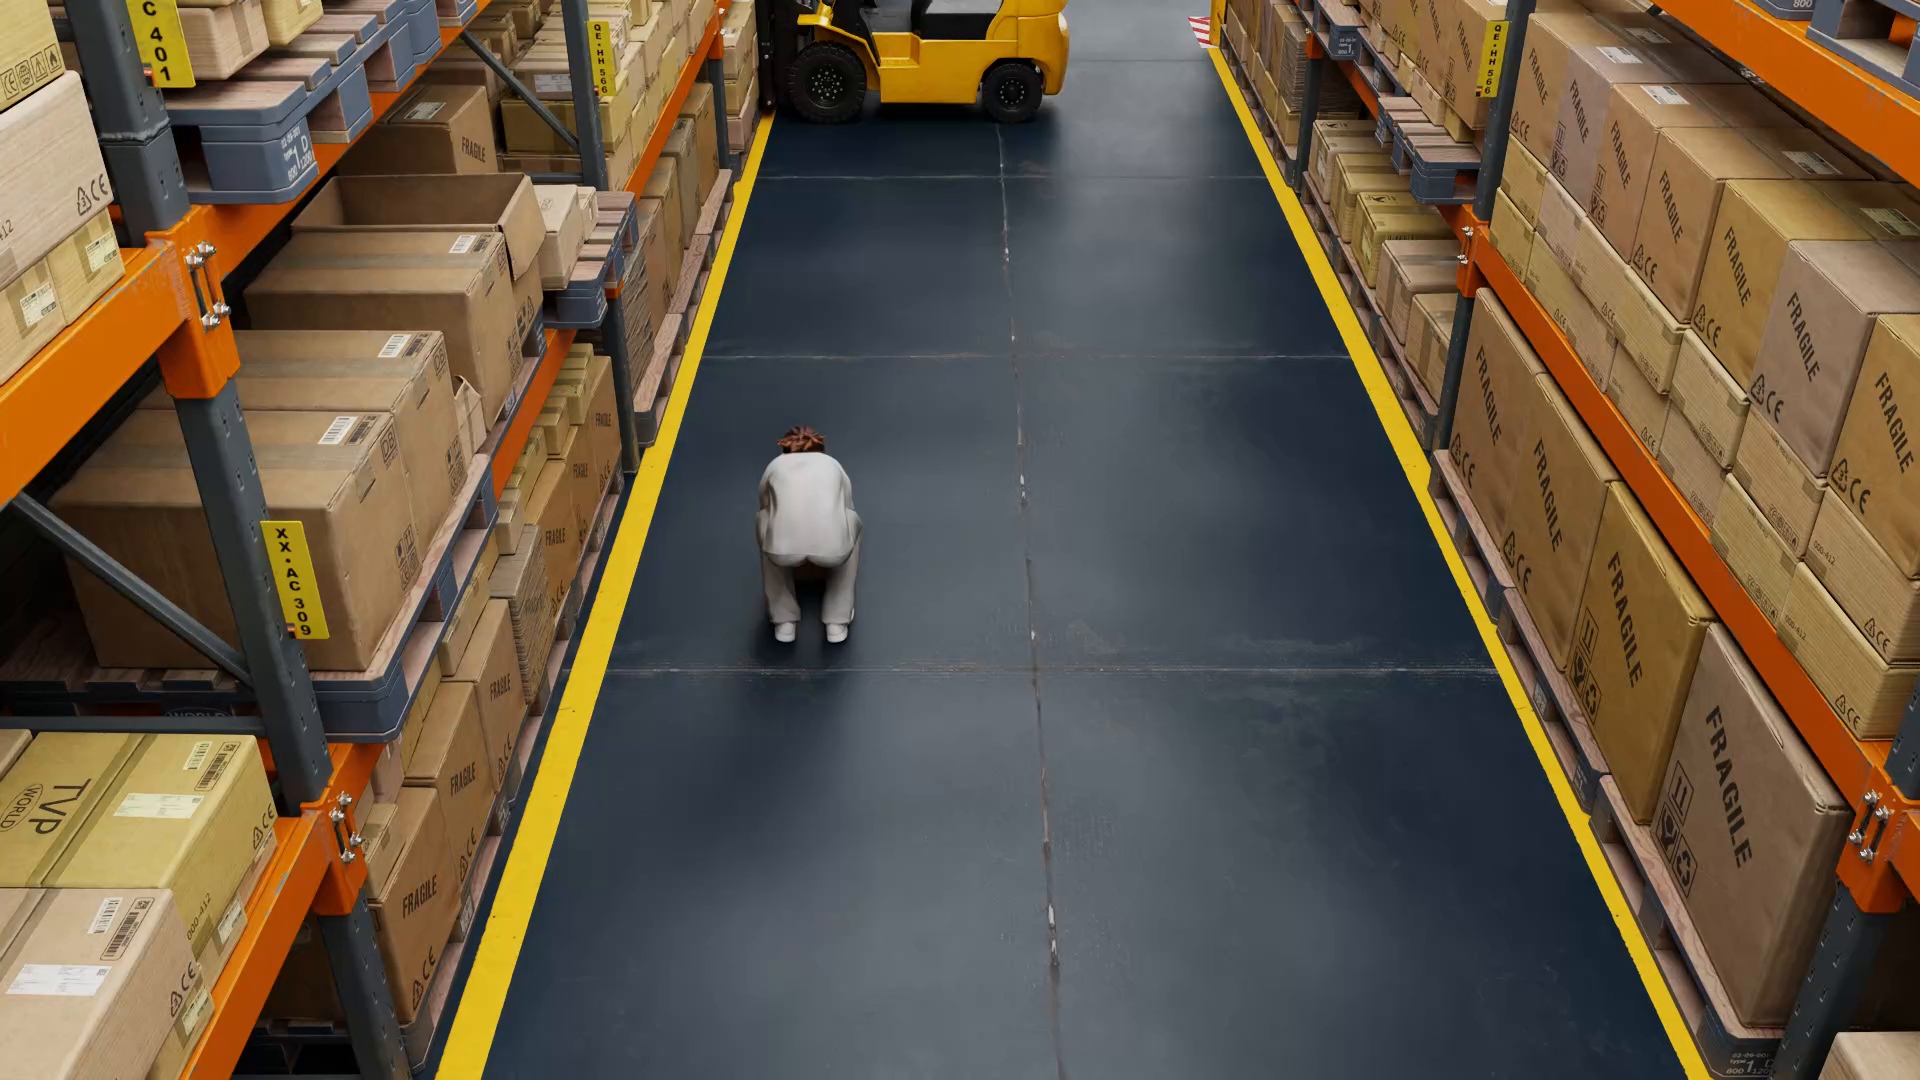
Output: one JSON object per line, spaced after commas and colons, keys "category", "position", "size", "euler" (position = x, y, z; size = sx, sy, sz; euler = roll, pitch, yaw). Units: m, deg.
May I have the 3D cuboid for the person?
{"category": "person", "position": [-0.646, -0.029, 7.084], "size": [0.459, 0.762, 0.867], "euler": [-1, 32, -2]}
